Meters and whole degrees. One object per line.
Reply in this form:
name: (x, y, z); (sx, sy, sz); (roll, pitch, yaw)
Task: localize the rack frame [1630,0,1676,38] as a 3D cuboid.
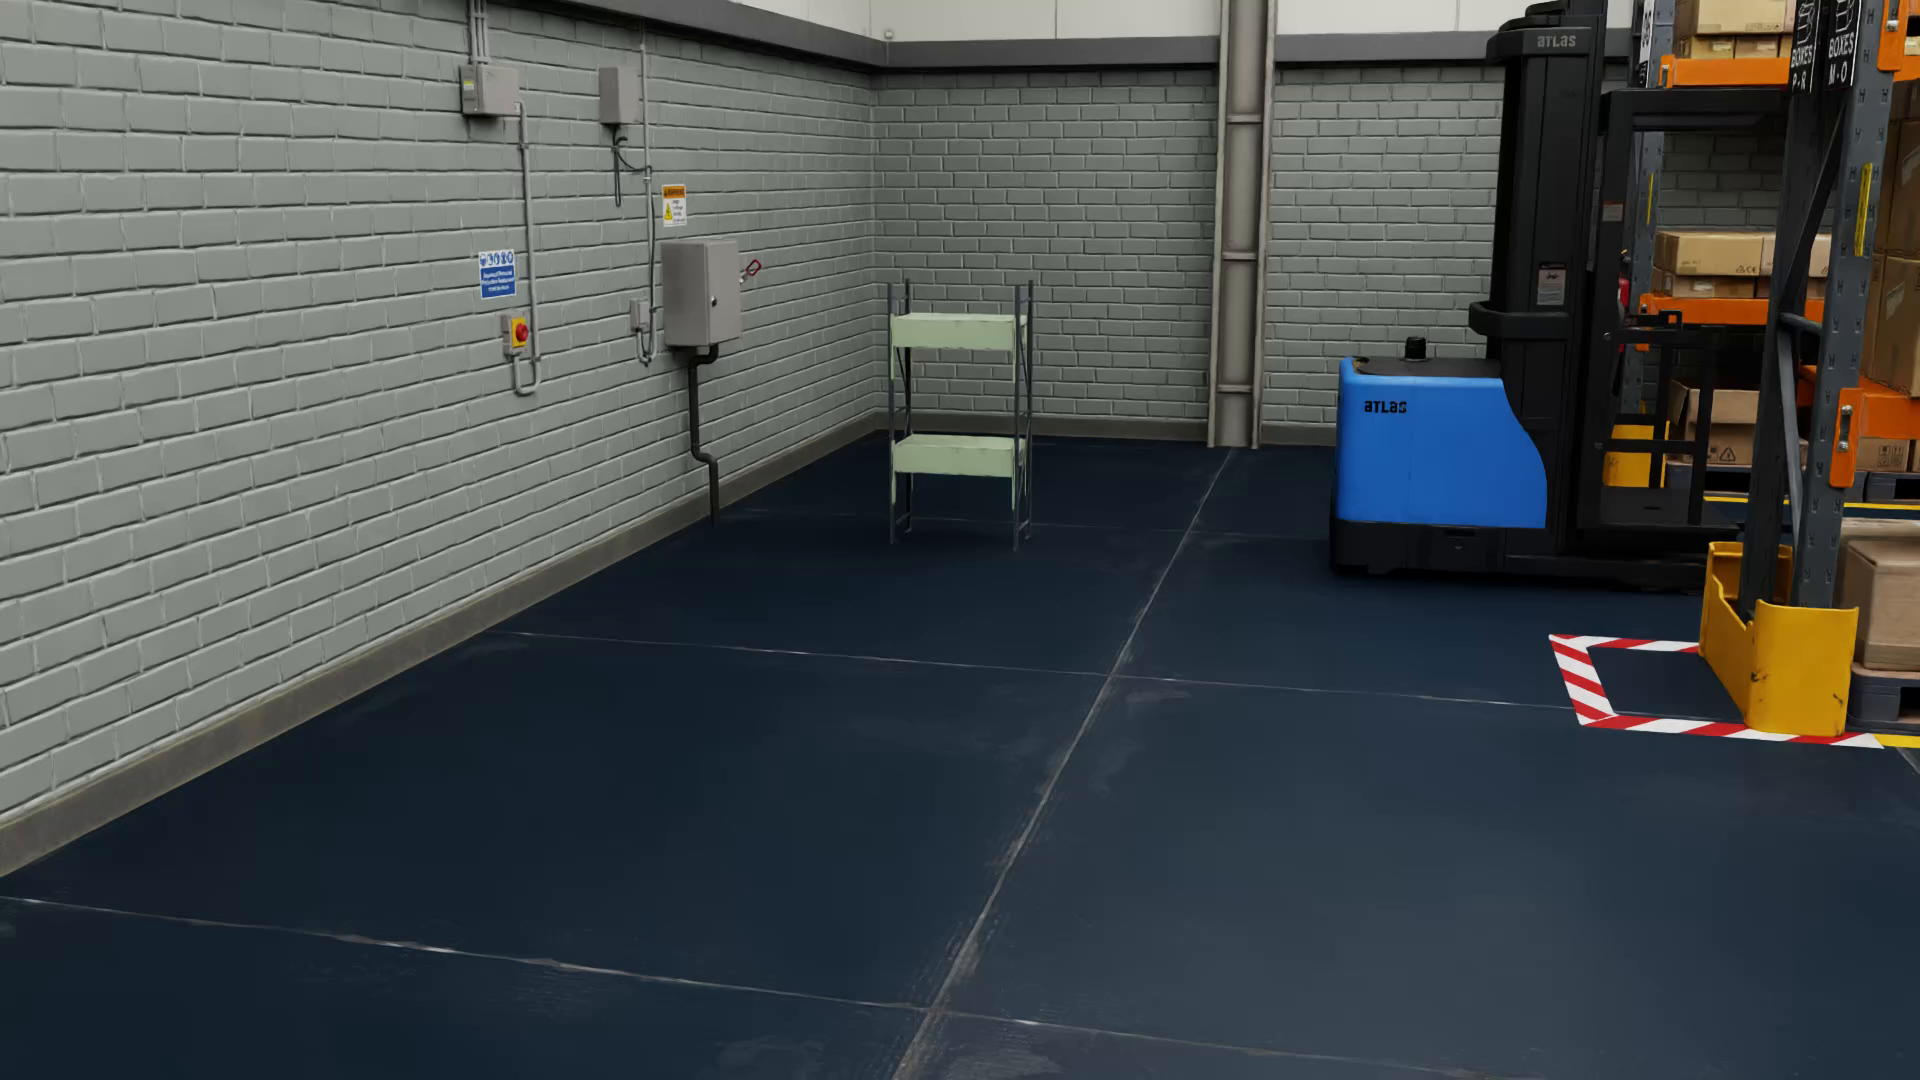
rack frame: (4.561, -4.812, 10.646); (0.127, 3.000, 1.000); (3, 13, 14)

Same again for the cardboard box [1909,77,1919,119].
cardboard box: (3.654, -1.616, 6.056); (0.250, 0.149, 0.380); (3, 13, 15)

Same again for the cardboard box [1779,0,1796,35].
cardboard box: (5.425, -3.317, 10.493); (0.500, 0.250, 0.500); (3, 13, 15)

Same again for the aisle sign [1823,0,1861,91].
aisle sign: (3.236, -2.051, 6.051); (0.004, 0.787, 0.394); (3, 13, 14)

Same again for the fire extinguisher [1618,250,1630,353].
fire extinguisher: (4.307, -1.574, 10.941); (0.183, 0.674, 0.296); (3, 13, 14)

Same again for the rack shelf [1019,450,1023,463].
rack shelf: (0.006, -0.483, 9.625); (0.664, 0.071, 0.332); (3, 13, 14)

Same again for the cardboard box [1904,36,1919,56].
cardboard box: (5.794, -3.088, 10.381); (0.250, 0.149, 0.380); (3, 13, 13)

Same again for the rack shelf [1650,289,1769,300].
rack shelf: (6.503, -1.524, 10.885); (3.809, 0.124, 0.919); (3, 13, 14)

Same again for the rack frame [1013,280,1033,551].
rack frame: (0.362, -0.713, 9.484); (0.023, 1.500, 0.400); (3, 13, 14)

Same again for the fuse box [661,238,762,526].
fuse box: (-1.460, -0.932, 9.984); (0.414, 1.711, 0.539); (3, 13, 14)

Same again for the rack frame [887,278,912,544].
rack frame: (-0.349, -0.751, 9.655); (0.023, 1.500, 0.400); (3, 13, 14)

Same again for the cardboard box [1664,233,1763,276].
cardboard box: (4.937, -1.875, 10.919); (0.500, 0.250, 0.500); (3, 13, 14)

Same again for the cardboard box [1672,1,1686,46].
cardboard box: (5.058, -3.454, 11.109); (0.500, 0.250, 0.500); (3, 13, 13)

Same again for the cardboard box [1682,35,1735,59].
cardboard box: (4.815, -3.159, 10.704); (0.250, 0.149, 0.380); (3, 13, 15)

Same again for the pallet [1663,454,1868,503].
pallet: (5.409, -0.477, 11.395); (1.213, 0.211, 1.003); (3, 13, 14)

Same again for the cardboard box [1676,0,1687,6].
cardboard box: (5.059, -3.699, 11.062); (0.500, 0.250, 0.500); (3, 13, 12)

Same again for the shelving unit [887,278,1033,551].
shelving unit: (0.006, -0.732, 9.570); (0.755, 1.500, 0.400); (3, 13, 14)

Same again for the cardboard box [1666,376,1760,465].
cardboard box: (5.132, -0.818, 11.288); (0.637, 0.503, 0.797); (3, 13, 11)

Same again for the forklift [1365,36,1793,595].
forklift: (3.604, -1.229, 8.712); (2.937, 2.843, 1.107); (2, 13, 11)

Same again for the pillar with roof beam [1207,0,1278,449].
pillar with roof beam: (1.128, -4.236, 8.051); (0.400, 9.000, 9.100); (3, 13, 14)

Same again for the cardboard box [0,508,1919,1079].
cardboard box: (4.263, 0.002, 6.146); (13.522, 1.550, 6.103); (3, 13, 13)

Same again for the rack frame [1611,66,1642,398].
rack frame: (4.560, -1.882, 11.293); (0.053, 2.616, 0.949); (3, 13, 14)

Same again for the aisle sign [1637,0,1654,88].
aisle sign: (4.424, -3.094, 10.752); (0.004, 0.787, 0.394); (3, 13, 14)

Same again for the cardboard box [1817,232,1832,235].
cardboard box: (6.051, -1.933, 11.182); (0.500, 0.250, 0.500); (3, 13, 15)

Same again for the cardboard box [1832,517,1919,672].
cardboard box: (4.040, 0.220, 6.763); (0.875, 0.438, 0.875); (3, 13, 12)

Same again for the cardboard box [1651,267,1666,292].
cardboard box: (4.947, -1.800, 11.500); (0.250, 0.149, 0.380); (3, 13, 13)

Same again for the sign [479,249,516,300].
sign: (-2.176, -1.252, 7.827); (0.001, 0.218, 0.327); (3, 13, 14)

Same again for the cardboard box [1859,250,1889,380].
cardboard box: (3.907, -0.919, 6.718); (0.500, 0.500, 0.500); (3, 13, 14)

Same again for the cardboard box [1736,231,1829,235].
cardboard box: (5.571, -1.960, 11.302); (0.500, 0.250, 0.500); (3, 13, 14)

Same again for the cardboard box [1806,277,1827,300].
cardboard box: (5.567, -1.650, 10.825); (0.250, 0.149, 0.380); (3, 13, 15)

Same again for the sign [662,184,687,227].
sign: (-1.674, -1.963, 9.751); (0.001, 0.242, 0.339); (3, 13, 14)

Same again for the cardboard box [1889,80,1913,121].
cardboard box: (3.772, -1.716, 6.507); (0.250, 0.149, 0.380); (3, 13, 14)

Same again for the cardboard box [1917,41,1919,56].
cardboard box: (6.049, -3.088, 10.381); (0.250, 0.149, 0.380); (3, 13, 13)

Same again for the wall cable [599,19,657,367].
wall cable: (-1.776, -1.922, 9.124); (0.122, 1.984, 0.588); (3, 13, 14)

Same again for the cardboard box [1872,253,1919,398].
cardboard box: (3.773, -0.803, 6.195); (0.500, 0.500, 0.500); (3, 13, 13)

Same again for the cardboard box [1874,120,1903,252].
cardboard box: (3.900, -1.401, 6.584); (0.500, 0.500, 0.500); (4, 13, 15)

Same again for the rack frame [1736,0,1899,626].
rack frame: (3.375, -0.839, 6.591); (0.127, 3.000, 1.000); (3, 13, 14)
